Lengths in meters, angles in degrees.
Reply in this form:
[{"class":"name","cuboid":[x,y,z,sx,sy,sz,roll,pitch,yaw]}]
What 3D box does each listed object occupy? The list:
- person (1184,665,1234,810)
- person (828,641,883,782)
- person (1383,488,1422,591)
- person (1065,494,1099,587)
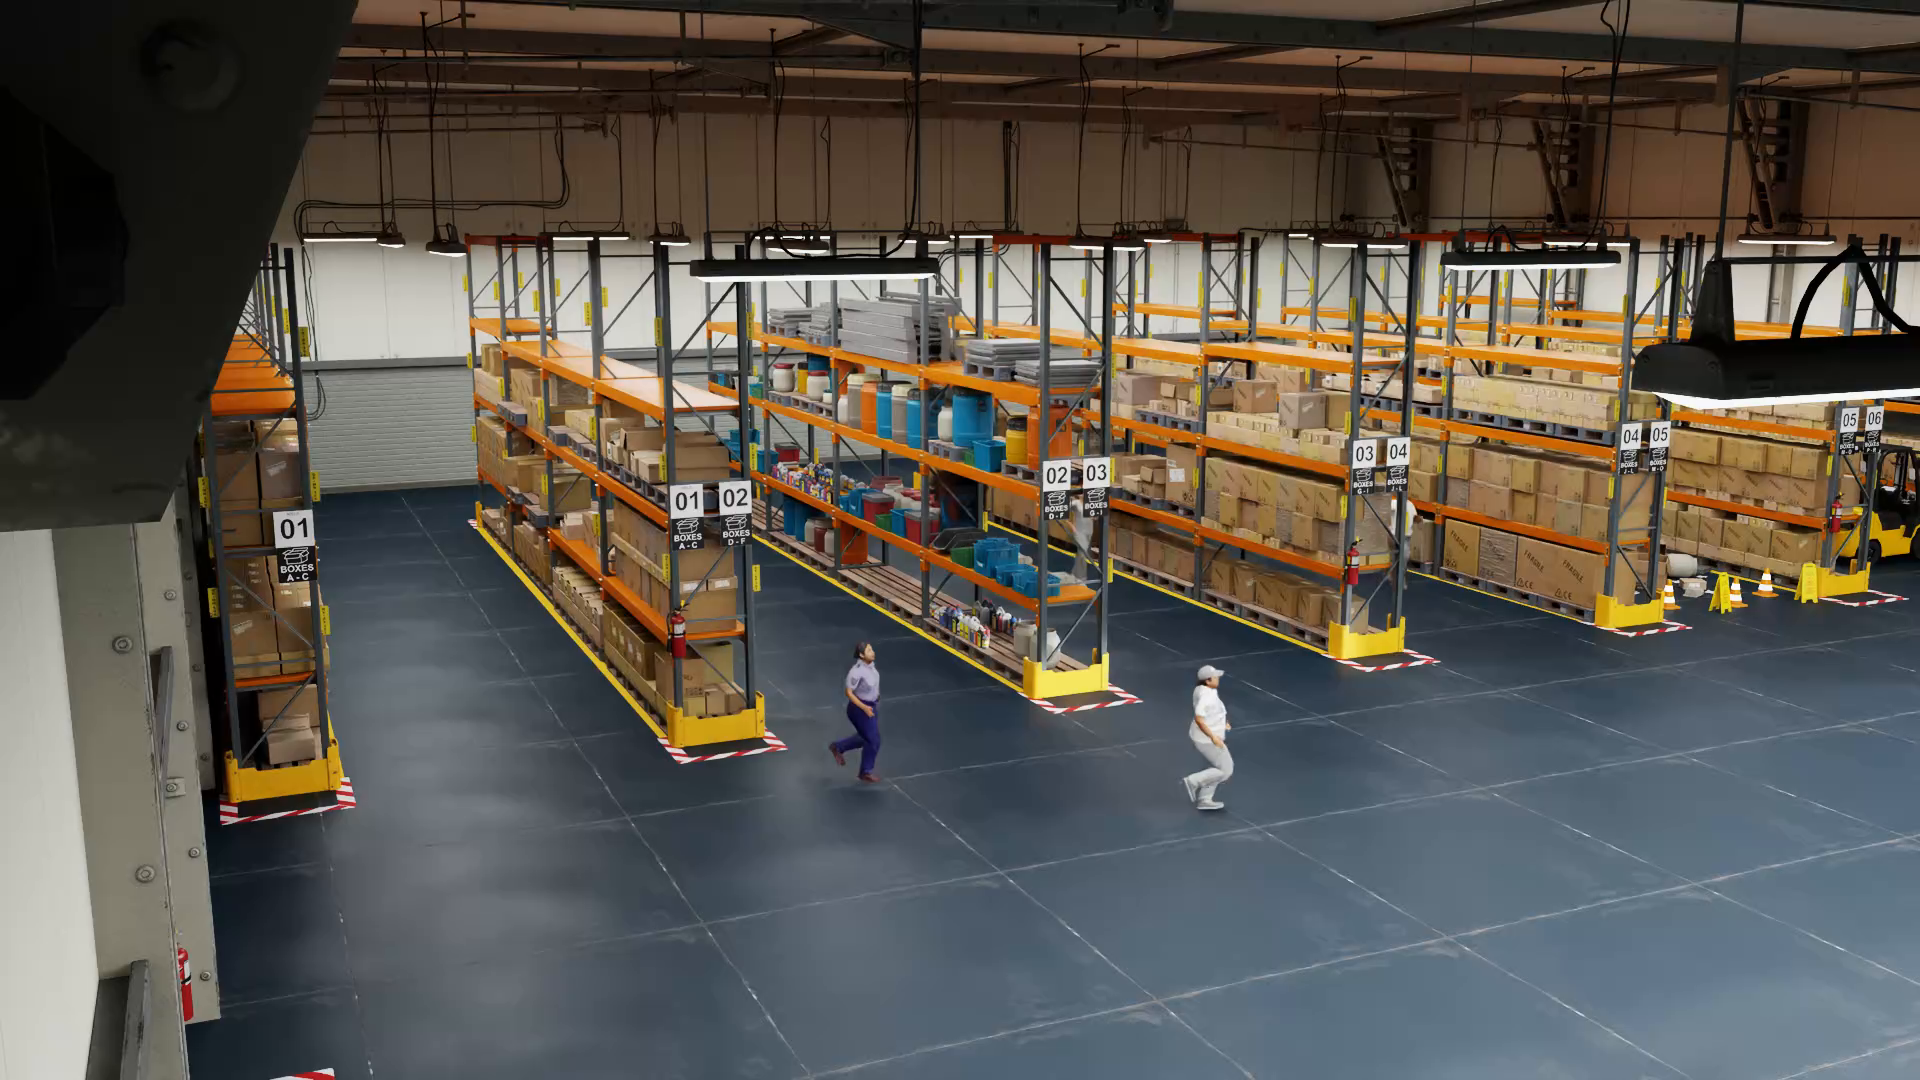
[{"class":"person","cuboid":[2.669,2.134,17.923,0.542,1.612,0.621,0,11,-2]},{"class":"person","cuboid":[-1.193,1.941,18.937,0.671,1.648,0.613,3,11,13]},{"class":"person","cuboid":[7.633,-0.059,28.811,0.678,1.831,0.770,-8,13,-35]},{"class":"person","cuboid":[2.044,-0.047,27.566,0.543,1.764,0.668,-7,13,-33]}]
